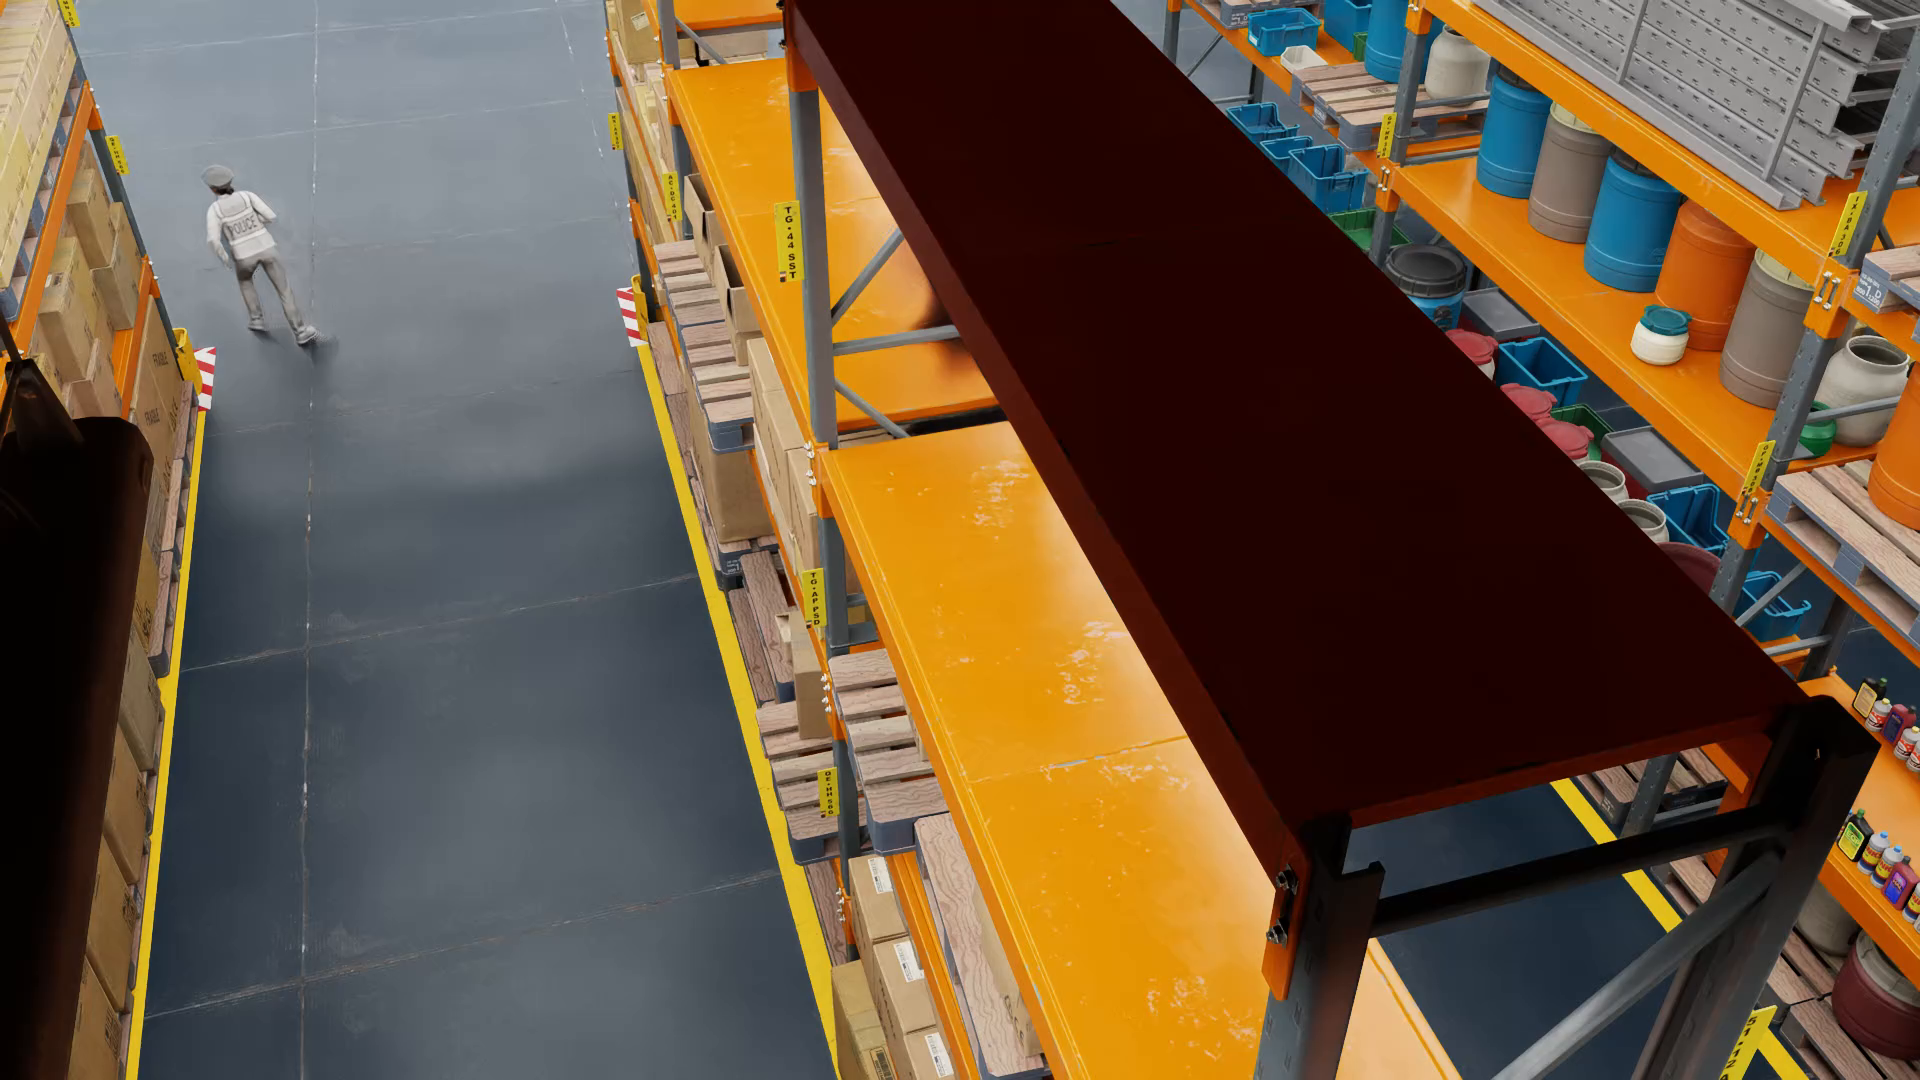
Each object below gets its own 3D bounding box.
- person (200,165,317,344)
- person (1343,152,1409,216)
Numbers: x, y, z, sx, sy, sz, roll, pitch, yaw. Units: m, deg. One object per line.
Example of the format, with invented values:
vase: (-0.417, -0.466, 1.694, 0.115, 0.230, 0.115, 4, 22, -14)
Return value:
person: (-6.277, -2.534, 14.755, 0.673, 1.608, 0.771, -18, 42, -21)
person: (4.102, -3.920, 16.381, 0.854, 1.743, 0.663, 14, 41, 17)
